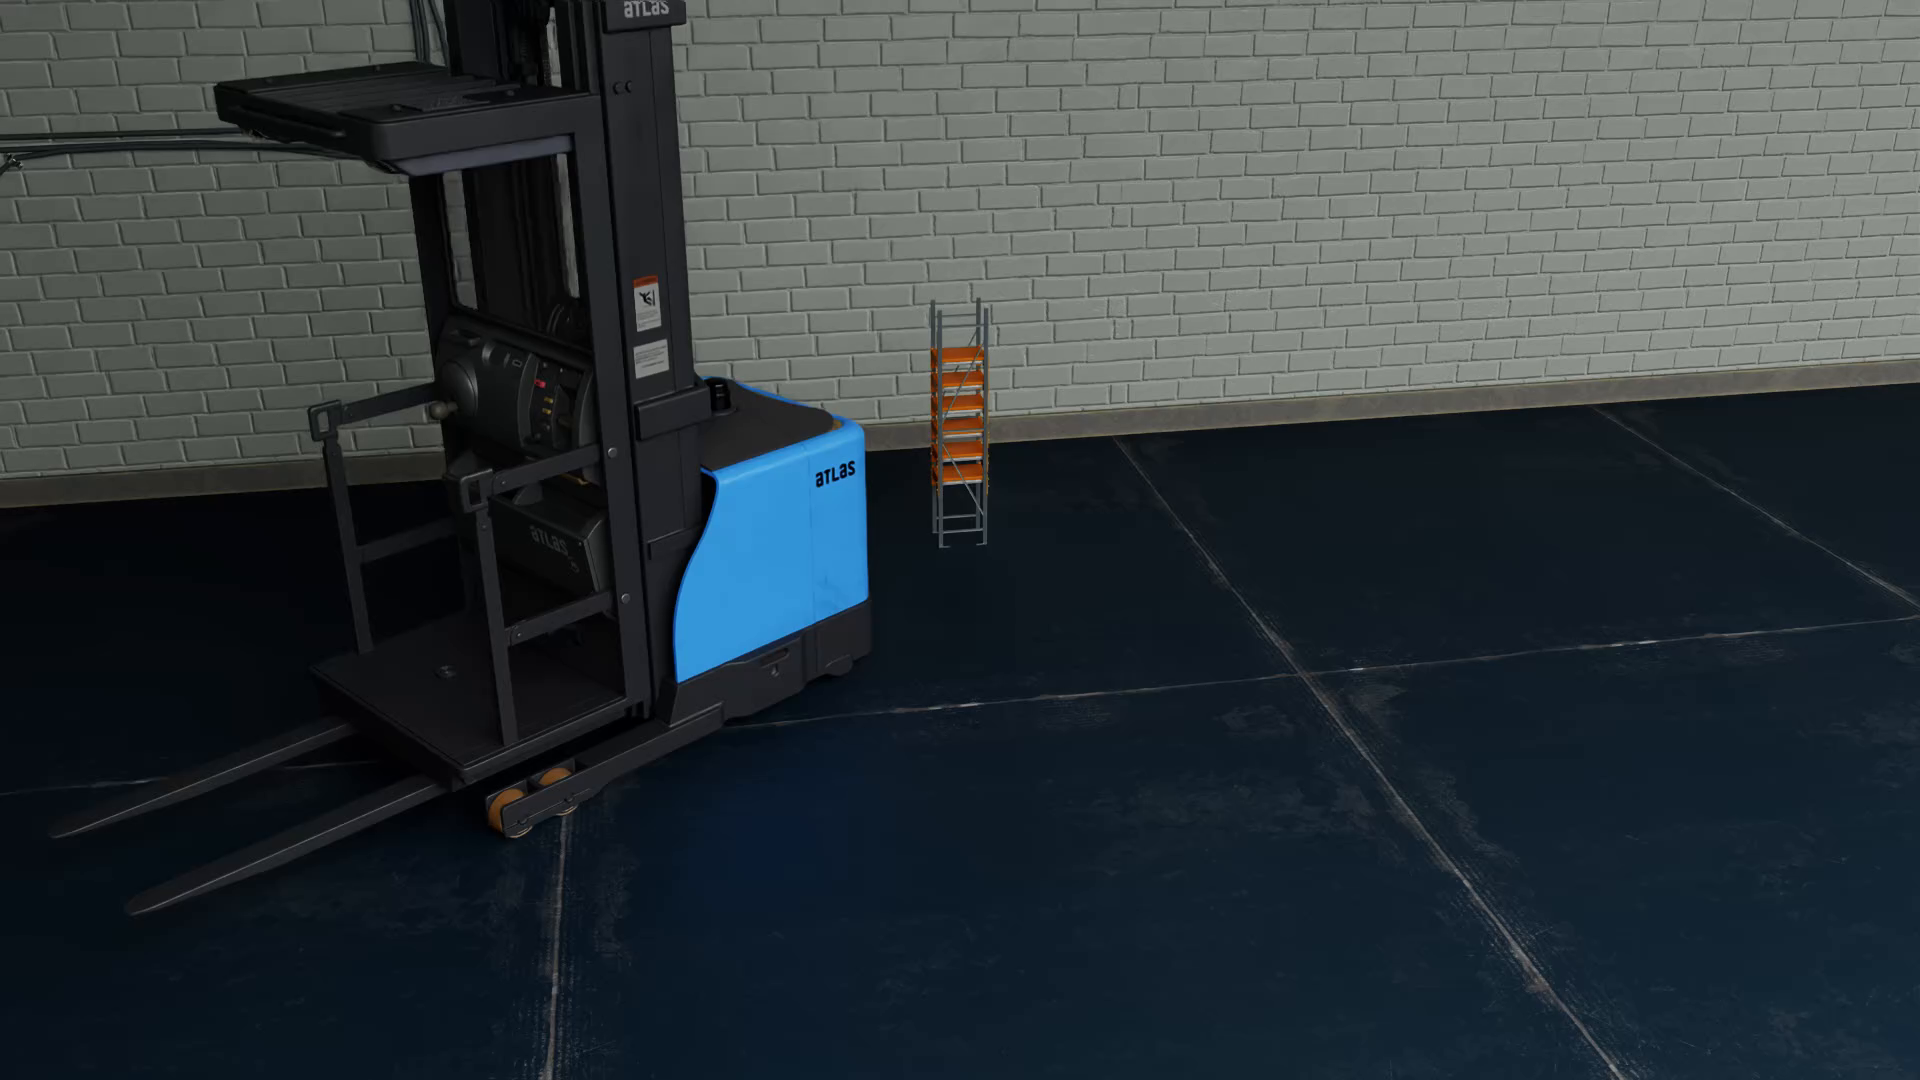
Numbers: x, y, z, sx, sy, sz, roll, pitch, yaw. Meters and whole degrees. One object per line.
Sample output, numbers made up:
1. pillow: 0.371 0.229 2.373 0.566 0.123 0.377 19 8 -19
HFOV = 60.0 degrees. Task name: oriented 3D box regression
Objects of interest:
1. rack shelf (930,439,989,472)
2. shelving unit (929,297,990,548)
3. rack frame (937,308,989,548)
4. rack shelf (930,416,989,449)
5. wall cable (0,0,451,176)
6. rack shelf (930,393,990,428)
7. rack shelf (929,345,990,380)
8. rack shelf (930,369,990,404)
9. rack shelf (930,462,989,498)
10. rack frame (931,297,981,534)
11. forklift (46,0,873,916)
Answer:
1. rack shelf: -0.003 -0.405 8.089 0.258 0.103 0.180 -4 24 -10
2. shelving unit: -0.003 -0.556 8.023 0.258 1.200 0.189 -4 24 -10
3. rack frame: 0.014 -0.520 7.940 0.240 1.200 0.006 -4 24 -10
4. rack shelf: -0.003 -0.515 8.041 0.258 0.103 0.180 -4 24 -10
5. wall cable: -4.023 -2.927 7.587 3.097 2.526 0.112 -4 24 -10
6. rack shelf: -0.003 -0.625 7.993 0.258 0.103 0.180 -4 24 -10
7. rack shelf: -0.003 -0.845 7.897 0.258 0.103 0.180 -4 24 -10
8. rack shelf: -0.003 -0.735 7.945 0.258 0.103 0.180 -4 24 -10
9. rack shelf: -0.003 -0.295 8.137 0.258 0.103 0.180 -4 24 -10
10. rack frame: -0.020 -0.592 8.105 0.240 1.200 0.006 -4 24 -10
11. forklift: -1.741 -0.527 5.795 1.130 2.935 3.031 21 31 39
